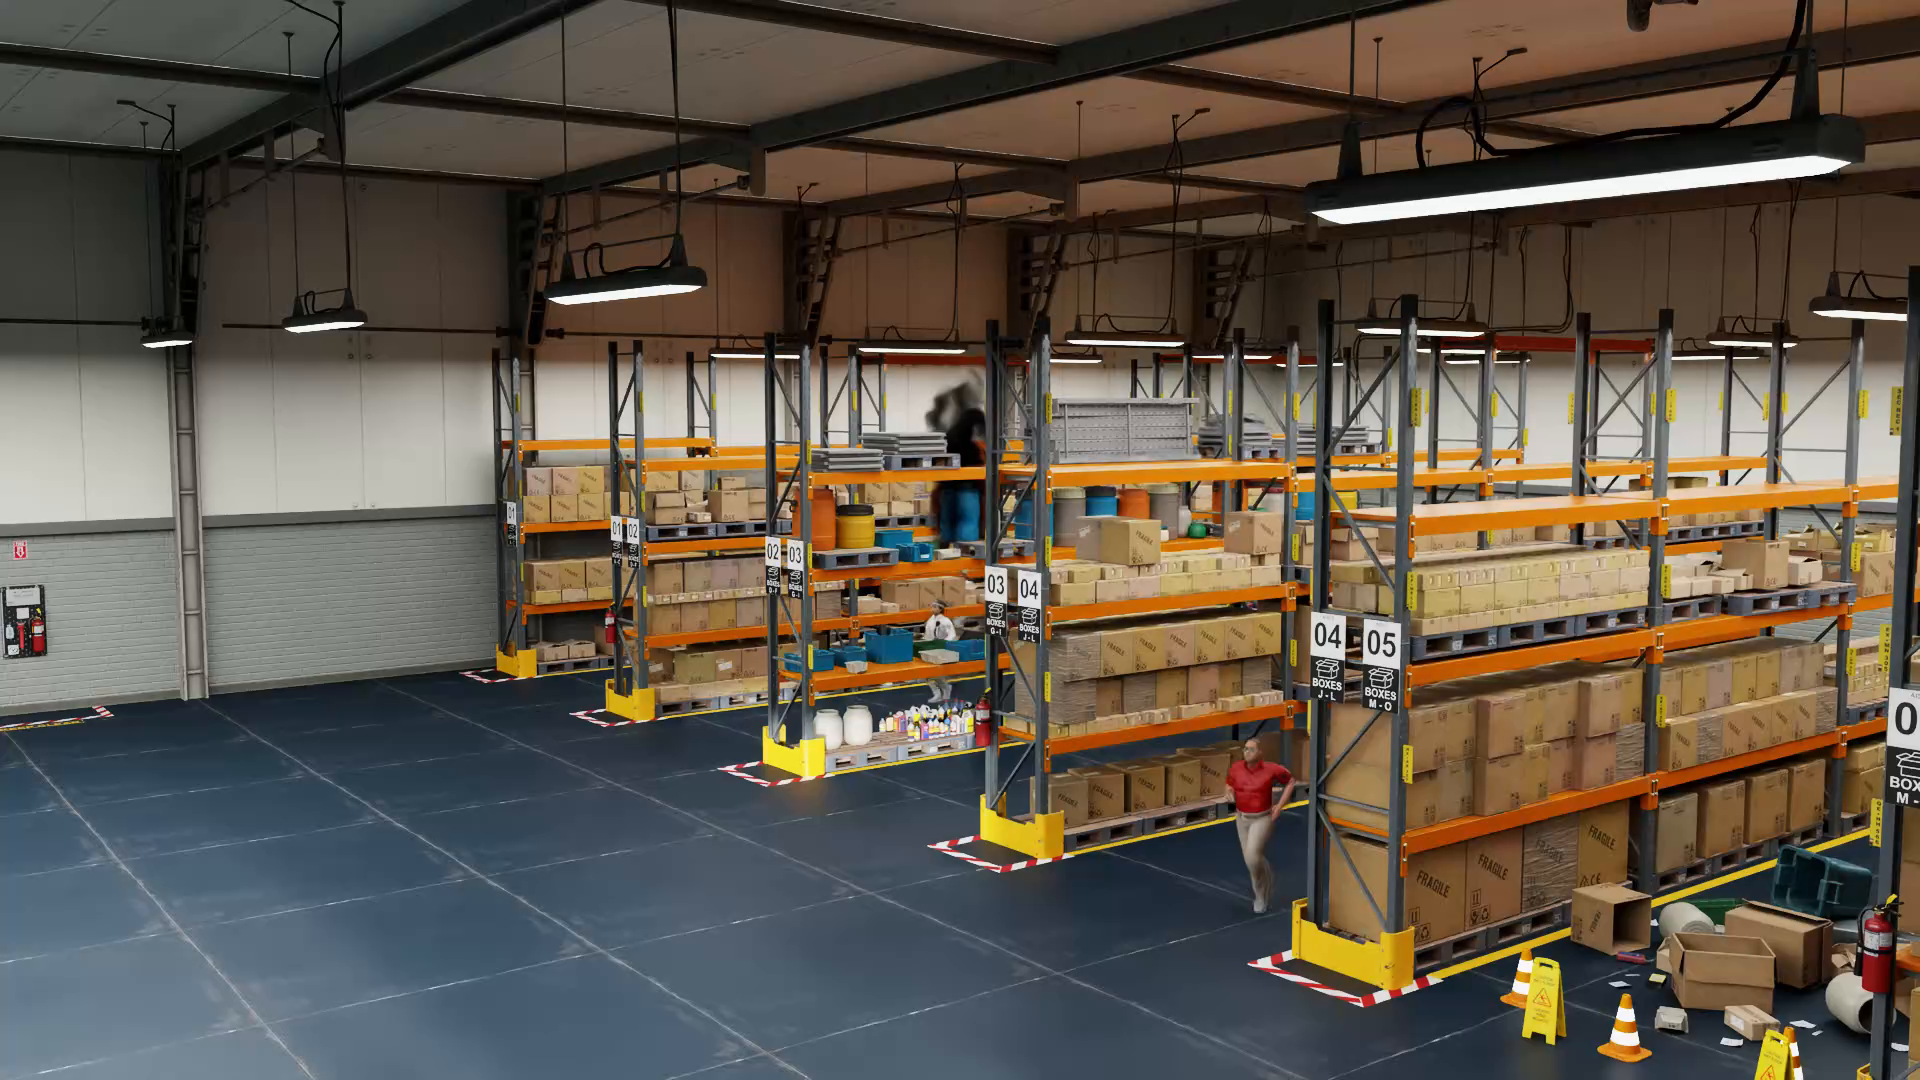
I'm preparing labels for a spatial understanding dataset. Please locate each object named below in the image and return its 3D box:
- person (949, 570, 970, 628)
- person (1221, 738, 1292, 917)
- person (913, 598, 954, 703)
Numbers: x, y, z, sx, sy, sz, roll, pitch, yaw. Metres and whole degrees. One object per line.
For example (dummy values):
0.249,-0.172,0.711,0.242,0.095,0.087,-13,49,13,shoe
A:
0.026,1.418,32.784,0.827,1.771,0.655,-5,7,-42,person
2.951,2.862,16.726,0.636,1.783,0.827,4,7,41,person
-0.445,1.747,26.187,0.523,1.675,0.607,-4,7,-41,person
